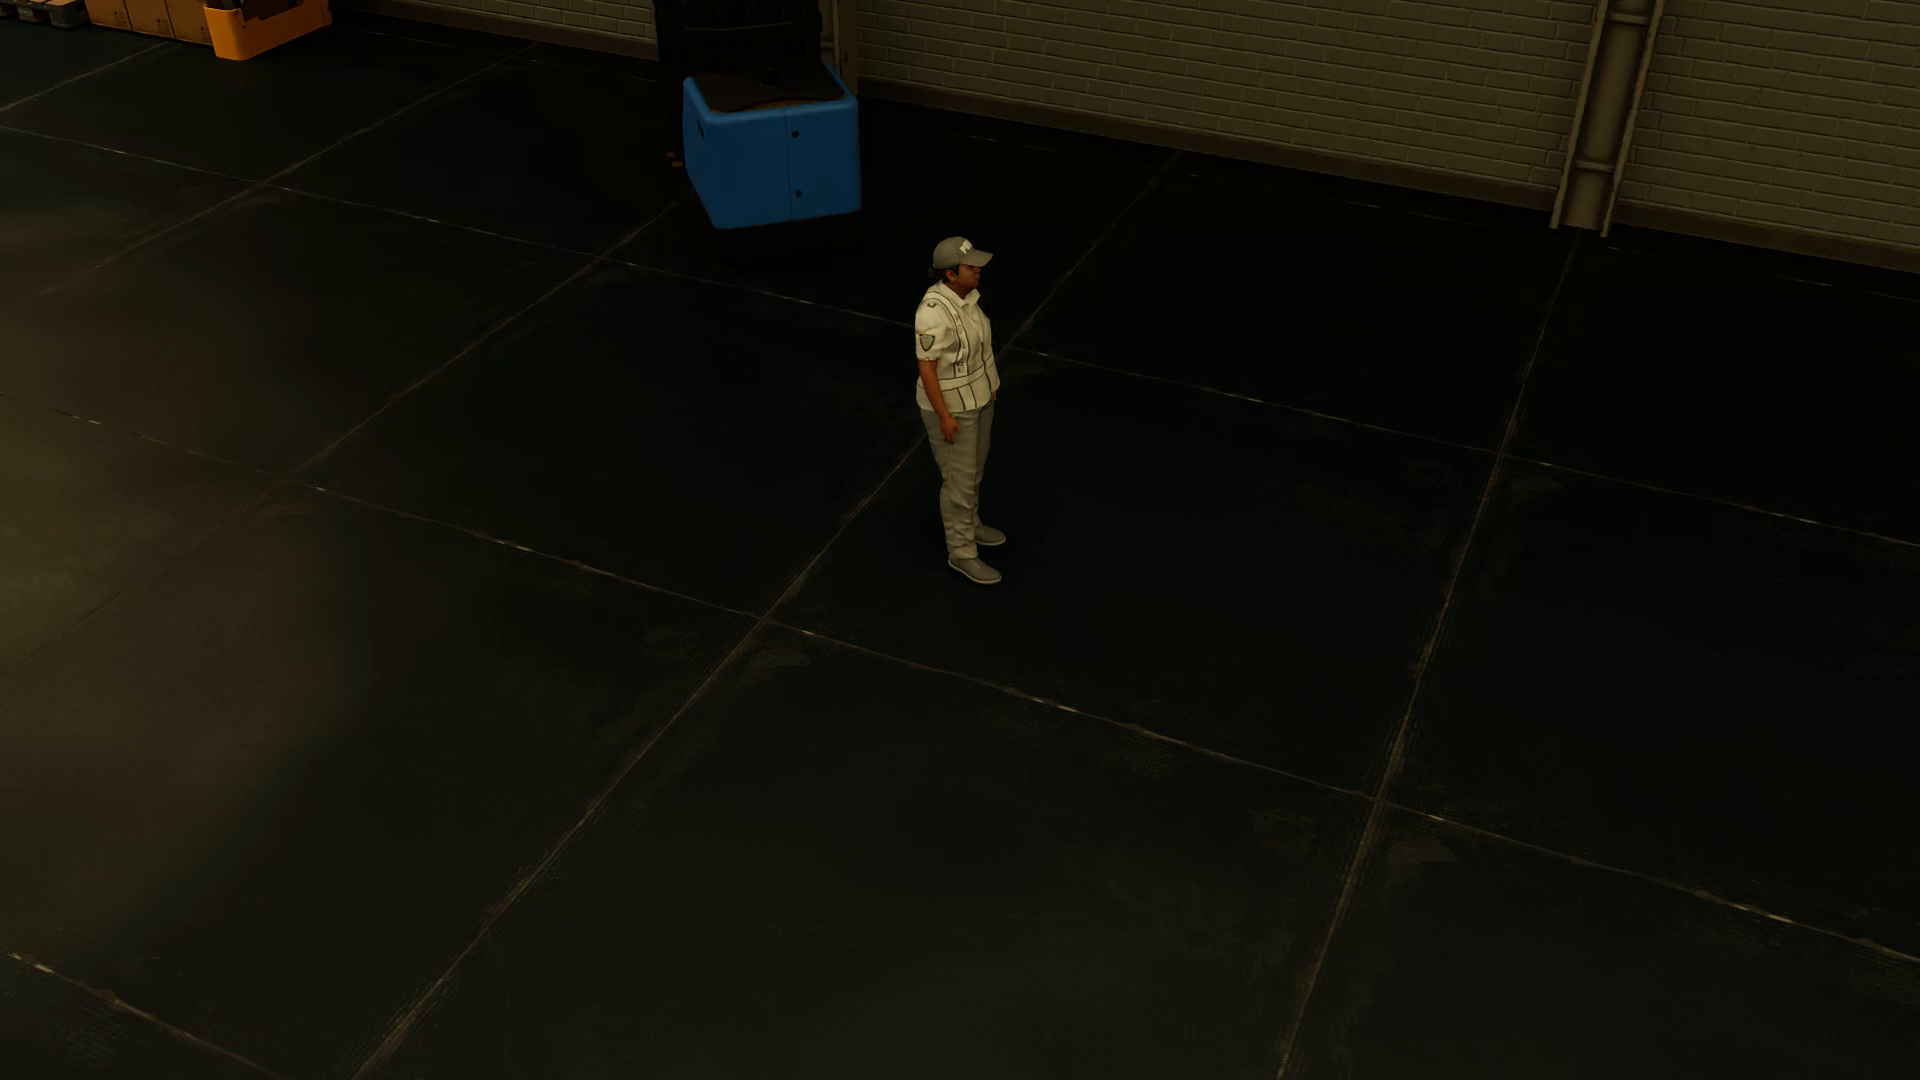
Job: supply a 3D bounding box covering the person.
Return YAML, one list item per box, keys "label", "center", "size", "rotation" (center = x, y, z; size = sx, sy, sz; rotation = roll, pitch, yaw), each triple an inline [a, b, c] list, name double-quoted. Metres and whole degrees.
- label: "person"
  center: [0.060, -0.655, 8.079]
  size: [0.529, 1.670, 0.598]
  rotation: [15, 38, 20]

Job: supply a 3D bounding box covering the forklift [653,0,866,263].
- label: "forklift"
  center: [-1.590, -3.892, 11.543]
  size: [1.130, 2.935, 3.031]
  rotation: [-11, 37, -15]
